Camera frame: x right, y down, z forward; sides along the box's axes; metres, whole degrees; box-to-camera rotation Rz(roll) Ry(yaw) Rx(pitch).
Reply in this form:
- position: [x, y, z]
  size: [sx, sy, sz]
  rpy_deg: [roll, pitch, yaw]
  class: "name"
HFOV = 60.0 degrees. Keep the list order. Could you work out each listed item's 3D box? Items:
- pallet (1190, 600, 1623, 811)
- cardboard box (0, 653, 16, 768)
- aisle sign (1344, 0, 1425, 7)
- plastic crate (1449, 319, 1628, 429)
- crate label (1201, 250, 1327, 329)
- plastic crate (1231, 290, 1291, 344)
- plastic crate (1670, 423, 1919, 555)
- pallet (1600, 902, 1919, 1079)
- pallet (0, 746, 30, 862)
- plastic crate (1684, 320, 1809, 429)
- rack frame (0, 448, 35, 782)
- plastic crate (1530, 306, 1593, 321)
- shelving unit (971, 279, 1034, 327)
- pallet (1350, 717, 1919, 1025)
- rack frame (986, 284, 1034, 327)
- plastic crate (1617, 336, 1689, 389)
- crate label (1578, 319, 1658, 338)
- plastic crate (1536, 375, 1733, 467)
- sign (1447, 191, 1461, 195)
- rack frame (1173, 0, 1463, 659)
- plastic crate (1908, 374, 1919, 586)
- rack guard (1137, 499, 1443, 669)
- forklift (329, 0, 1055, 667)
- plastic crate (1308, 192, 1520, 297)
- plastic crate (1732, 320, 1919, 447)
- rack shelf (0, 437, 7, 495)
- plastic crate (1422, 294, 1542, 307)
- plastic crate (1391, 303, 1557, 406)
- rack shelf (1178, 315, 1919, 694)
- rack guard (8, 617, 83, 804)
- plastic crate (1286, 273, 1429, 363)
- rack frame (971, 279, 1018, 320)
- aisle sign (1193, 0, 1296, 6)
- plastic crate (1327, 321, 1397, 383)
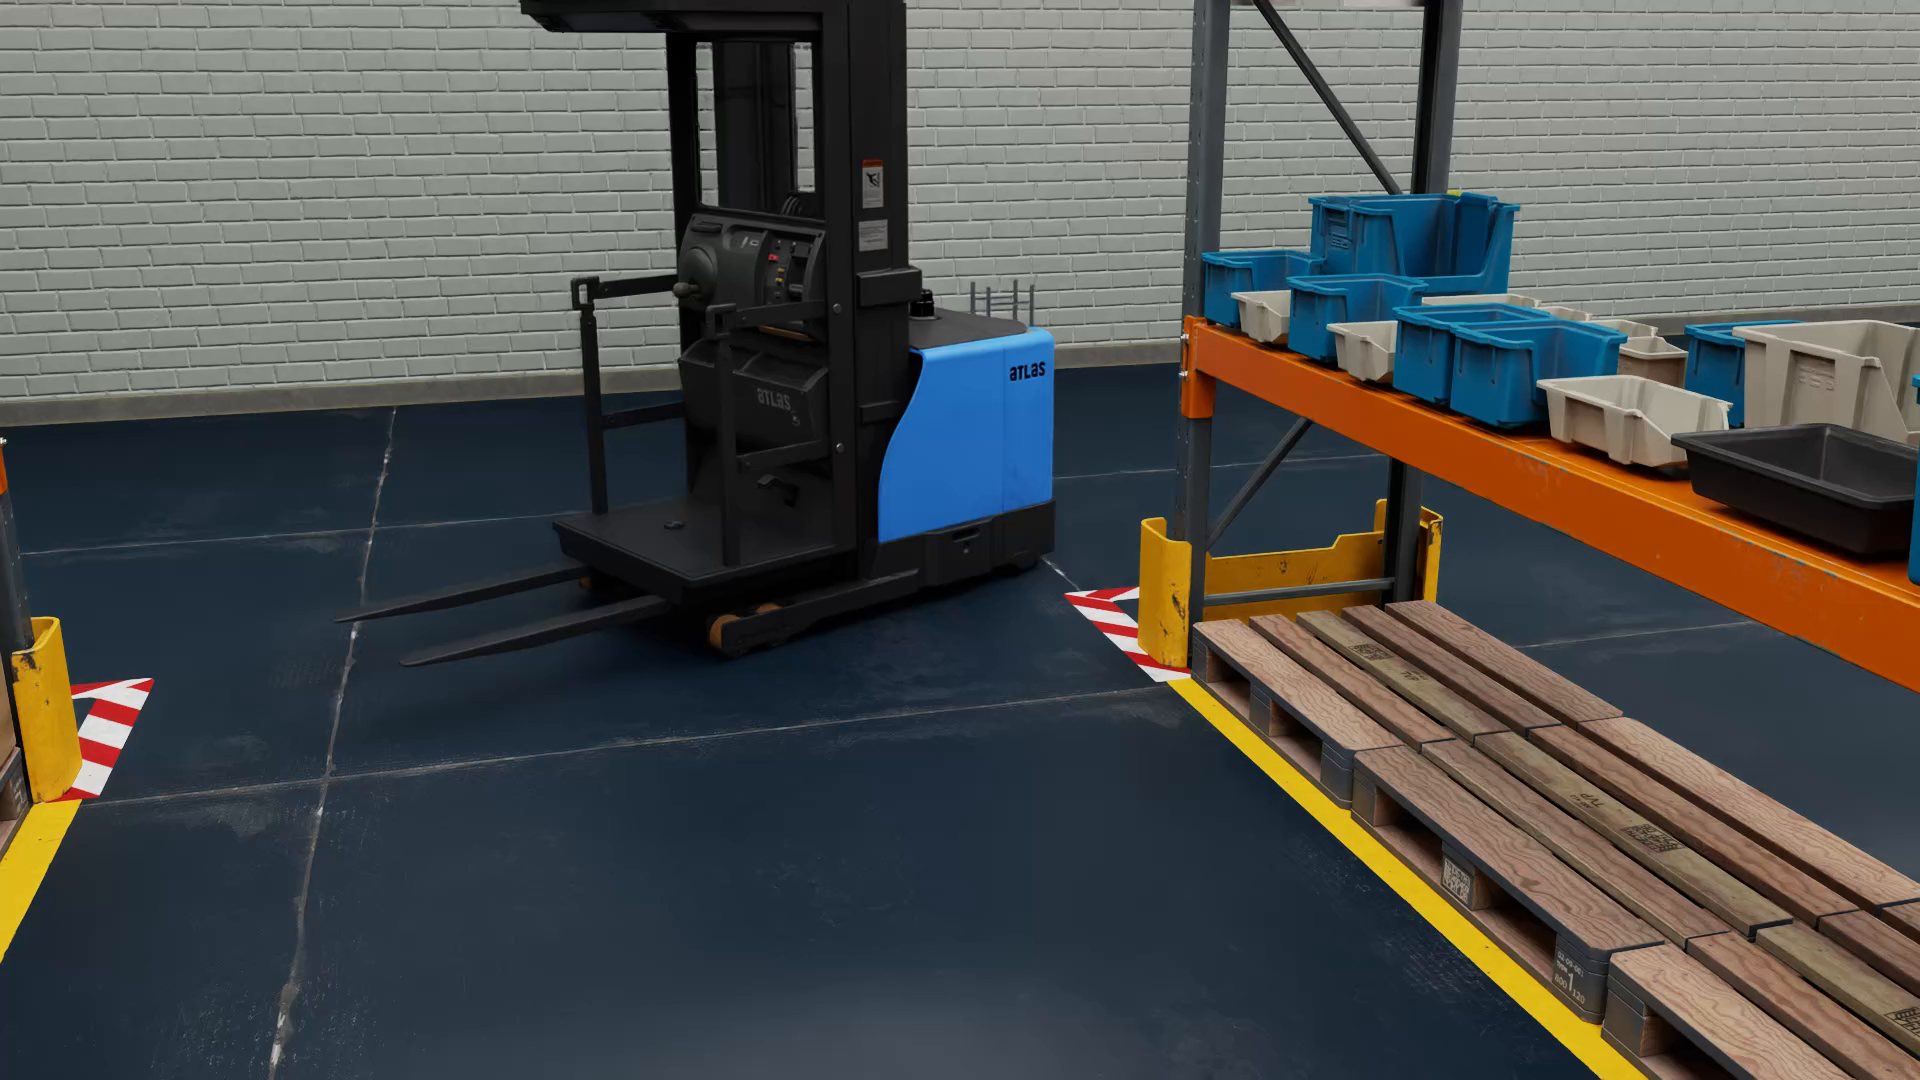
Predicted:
- position: [1.505, 0.536, 5.802]
  size: [1.003, 0.211, 1.213]
  rpy_deg: [-5, 17, -15]
  class: "pallet"
- position: [-3.062, 0.477, 4.731]
  size: [0.500, 0.500, 0.500]
  rpy_deg: [-5, 17, -15]
  class: "cardboard box"
- position: [1.577, -2.319, 5.940]
  size: [0.394, 0.787, 0.004]
  rpy_deg: [-5, 17, -15]
  class: "aisle sign"
- position: [1.511, -0.438, 4.383]
  size: [0.416, 0.233, 0.300]
  rpy_deg: [-5, 17, -15]
  class: "plastic crate"
- position: [1.067, -0.885, 5.872]
  size: [0.416, 0.233, 0.303]
  rpy_deg: [-5, 17, -15]
  class: "crate label"
- position: [1.075, -0.744, 5.569]
  size: [0.250, 0.136, 0.298]
  rpy_deg: [-5, 17, -15]
  class: "plastic crate"
- position: [1.849, -0.110, 3.478]
  size: [0.437, 0.125, 0.590]
  rpy_deg: [-5, 17, -15]
  class: "plastic crate"
- position: [2.175, 1.210, 3.555]
  size: [1.003, 0.211, 1.213]
  rpy_deg: [-5, 17, -15]
  class: "pallet"
- position: [-3.208, 0.937, 4.468]
  size: [1.003, 0.211, 1.213]
  rpy_deg: [-5, 17, -15]
  class: "pallet"
- position: [2.126, -0.432, 4.363]
  size: [0.416, 0.233, 0.300]
  rpy_deg: [-5, 17, -15]
  class: "plastic crate"
- position: [-3.448, -0.641, 4.871]
  size: [1.000, 3.000, 0.127]
  rpy_deg: [-5, 17, -15]
  class: "rack frame"
- position: [1.779, -0.641, 5.226]
  size: [0.396, 0.136, 0.243]
  rpy_deg: [-5, 17, -15]
  class: "plastic crate"
- position: [0.198, -0.628, 7.956]
  size: [0.258, 1.200, 0.189]
  rpy_deg: [-7, 18, -22]
  class: "shelving unit"
- position: [1.836, 0.872, 4.681]
  size: [1.003, 0.211, 1.213]
  rpy_deg: [-5, 17, -15]
  class: "pallet"
- position: [0.233, -0.603, 7.875]
  size: [0.240, 1.200, 0.006]
  rpy_deg: [-7, 18, -22]
  class: "rack frame"
- position: [1.978, -0.486, 4.708]
  size: [0.298, 0.136, 0.250]
  rpy_deg: [-5, 17, -15]
  class: "plastic crate"
- position: [1.879, -0.566, 4.976]
  size: [0.396, 0.136, 0.243]
  rpy_deg: [-5, 17, -15]
  class: "crate label"
- position: [1.647, -0.285, 4.041]
  size: [0.293, 0.136, 0.466]
  rpy_deg: [-5, 17, -15]
  class: "plastic crate"
- position: [1.840, -1.157, 6.307]
  size: [0.100, 0.325, 0.005]
  rpy_deg: [-5, 17, -15]
  class: "sign"
- position: [1.315, -1.031, 6.171]
  size: [1.000, 3.000, 0.127]
  rpy_deg: [-5, 17, -15]
  class: "rack frame"
- position: [1.958, -0.048, 2.821]
  size: [0.392, 0.384, 0.575]
  rpy_deg: [-5, 17, -15]
  class: "plastic crate"
- position: [1.296, 0.160, 6.549]
  size: [1.175, 0.500, 0.348]
  rpy_deg: [-5, 17, -15]
  class: "rack guard"
- position: [-1.006, -1.117, 6.577]
  size: [3.031, 2.935, 1.130]
  rpy_deg: [-14, 22, -40]
  class: "forklift"
- position: [1.587, -0.999, 5.898]
  size: [0.616, 0.435, 0.499]
  rpy_deg: [-5, 17, -15]
  class: "plastic crate"
- position: [2.172, -0.334, 3.950]
  size: [0.437, 0.282, 0.530]
  rpy_deg: [-5, 17, -15]
  class: "plastic crate"
- position: [-2.899, 0.257, 3.132]
  size: [1.077, 0.370, 4.000]
  rpy_deg: [-5, 17, -15]
  class: "rack shelf"
- position: [1.713, -0.722, 5.497]
  size: [0.396, 0.136, 0.243]
  rpy_deg: [-5, 17, -15]
  class: "plastic crate"
- position: [1.428, -0.521, 4.660]
  size: [0.416, 0.233, 0.300]
  rpy_deg: [-5, 17, -15]
  class: "plastic crate"
- position: [1.865, -0.133, 4.433]
  size: [1.077, 0.370, 4.000]
  rpy_deg: [-5, 17, -15]
  class: "rack shelf"
- position: [-3.428, 0.578, 5.160]
  size: [1.175, 0.500, 0.348]
  rpy_deg: [-5, 17, -15]
  class: "rack guard"
- position: [1.247, -0.703, 5.266]
  size: [0.416, 0.233, 0.300]
  rpy_deg: [-5, 17, -15]
  class: "plastic crate"
- position: [0.162, -0.652, 8.037]
  size: [0.240, 1.200, 0.006]
  rpy_deg: [-7, 18, -22]
  class: "rack frame"
- position: [1.010, -2.273, 5.785]
  size: [0.394, 0.787, 0.004]
  rpy_deg: [-5, 17, -15]
  class: "aisle sign"
- position: [1.262, -0.556, 4.944]
  size: [0.250, 0.136, 0.298]
  rpy_deg: [-5, 17, -15]
  class: "plastic crate"
